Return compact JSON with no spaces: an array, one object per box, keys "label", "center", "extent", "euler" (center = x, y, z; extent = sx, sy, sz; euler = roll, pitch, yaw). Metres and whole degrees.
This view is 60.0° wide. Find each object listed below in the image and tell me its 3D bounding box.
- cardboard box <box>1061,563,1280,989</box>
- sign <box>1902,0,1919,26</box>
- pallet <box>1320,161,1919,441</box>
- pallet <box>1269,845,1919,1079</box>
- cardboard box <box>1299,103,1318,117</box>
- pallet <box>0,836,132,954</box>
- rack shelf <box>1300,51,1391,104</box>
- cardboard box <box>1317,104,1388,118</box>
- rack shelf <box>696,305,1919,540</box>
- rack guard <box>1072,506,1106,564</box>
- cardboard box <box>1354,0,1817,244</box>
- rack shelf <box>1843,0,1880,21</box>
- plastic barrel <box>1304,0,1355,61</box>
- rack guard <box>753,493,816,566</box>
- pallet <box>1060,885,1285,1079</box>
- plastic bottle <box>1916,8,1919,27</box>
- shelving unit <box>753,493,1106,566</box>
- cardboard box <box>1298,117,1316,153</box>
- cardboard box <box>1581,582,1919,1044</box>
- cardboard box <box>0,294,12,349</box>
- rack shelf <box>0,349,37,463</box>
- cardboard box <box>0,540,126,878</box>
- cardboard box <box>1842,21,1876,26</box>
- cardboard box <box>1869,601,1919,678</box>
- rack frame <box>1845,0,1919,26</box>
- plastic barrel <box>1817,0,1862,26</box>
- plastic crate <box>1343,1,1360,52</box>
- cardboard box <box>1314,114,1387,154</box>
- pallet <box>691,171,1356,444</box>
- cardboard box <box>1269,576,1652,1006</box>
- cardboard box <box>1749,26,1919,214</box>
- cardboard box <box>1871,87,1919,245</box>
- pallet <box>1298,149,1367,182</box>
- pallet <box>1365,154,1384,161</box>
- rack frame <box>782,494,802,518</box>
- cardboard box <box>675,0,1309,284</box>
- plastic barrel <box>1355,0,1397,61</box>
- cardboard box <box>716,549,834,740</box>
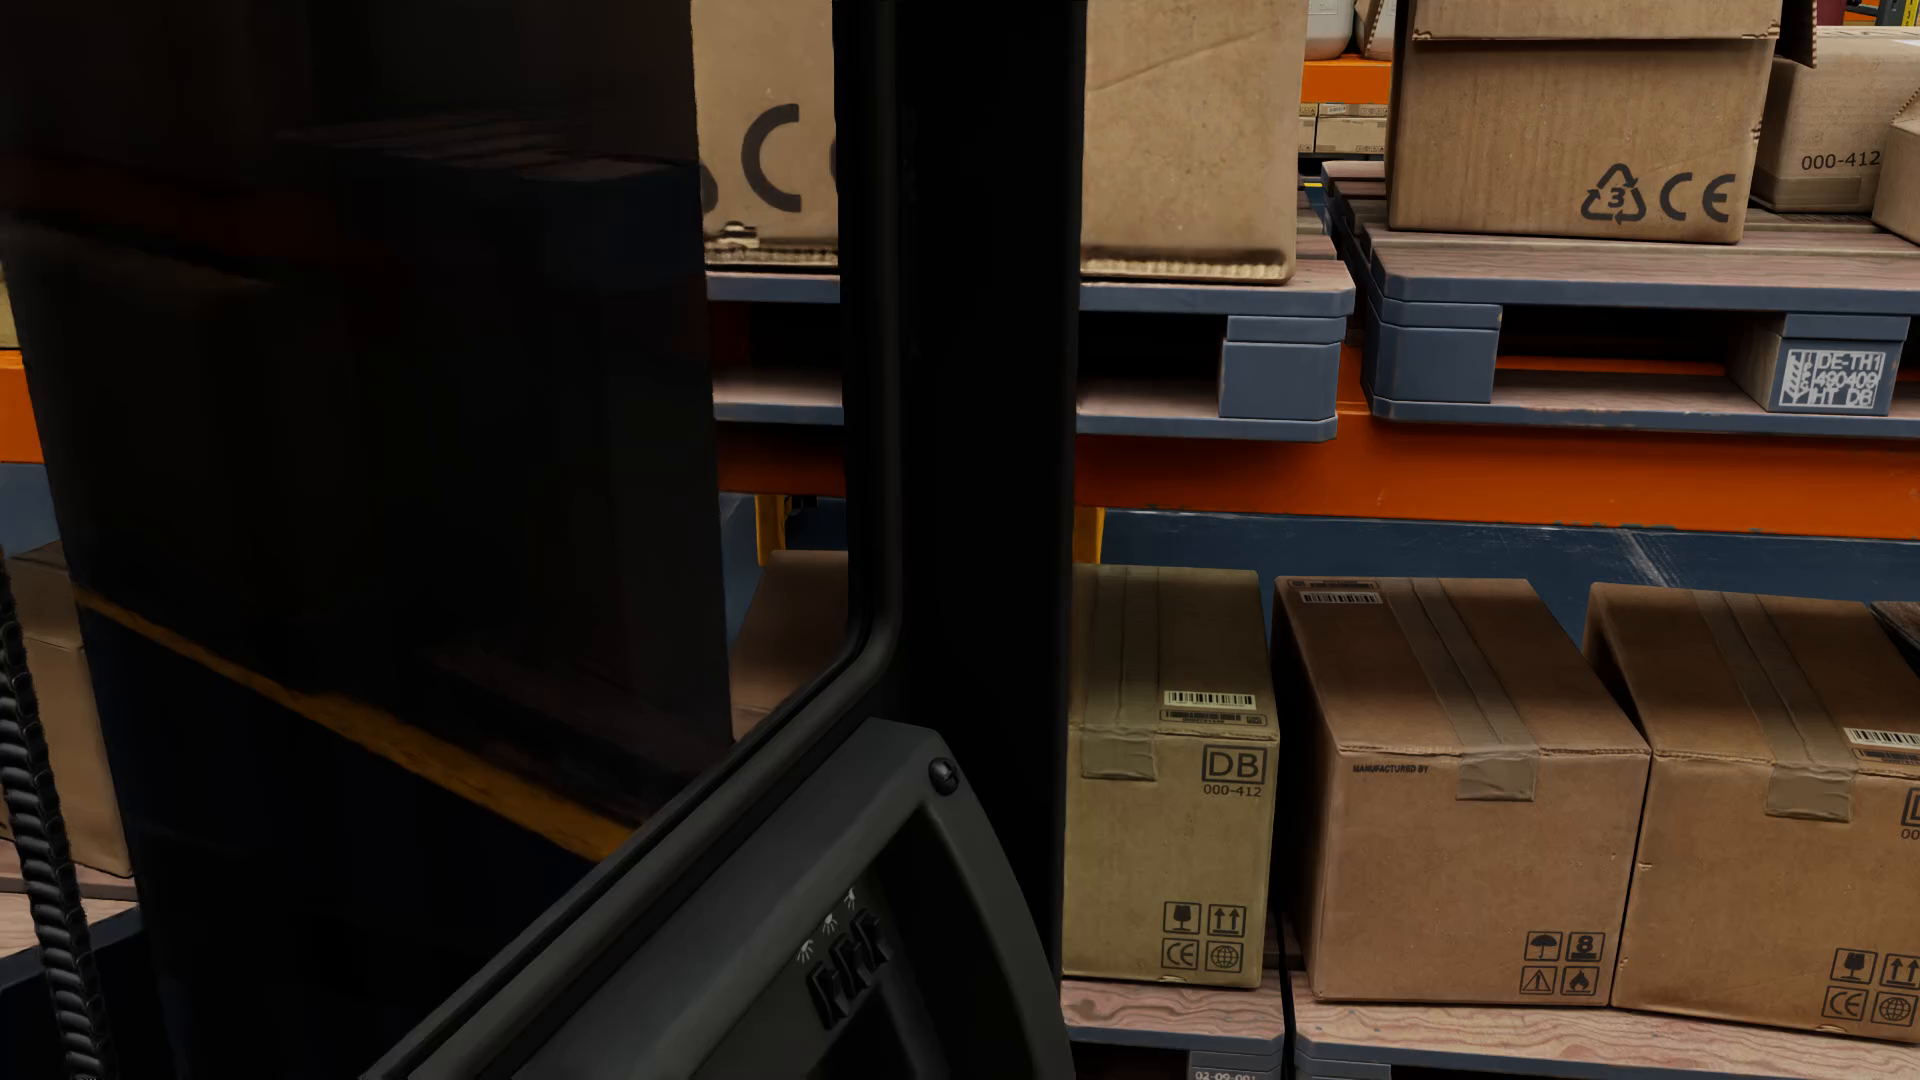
[{"label":"cardboard box","center":[0.309,0.409,3.128],"extent":[0.500,0.500,0.700],"euler":[2,22,6]},{"label":"sign","center":[3.728,-2.121,6.503],"extent":[0.005,0.325,0.100],"euler":[2,22,6]},{"label":"pallet","center":[1.232,-0.420,2.682],"extent":[1.213,0.211,1.003],"euler":[2,22,6]},{"label":"pallet","center":[1.219,0.771,3.203],"extent":[1.213,0.211,1.003],"euler":[2,22,6]},{"label":"cardboard box","center":[2.308,-3.230,11.937],"extent":[0.500,0.311,0.500],"euler":[3,22,8]},{"label":"pallet","center":[-1.441,0.669,3.459],"extent":[1.213,0.211,1.003],"euler":[2,22,6]},{"label":"rack shelf","center":[1.800,-1.998,7.393],"extent":[4.000,0.370,1.077],"euler":[2,22,6]},{"label":"cardboard box","center":[2.805,-3.208,11.880],"extent":[0.500,0.311,0.500],"euler":[2,22,6]},{"label":"rack shelf","center":[1.217,-0.190,2.819],"extent":[4.000,0.370,1.077],"euler":[2,22,6]},{"label":"rack guard","center":[0.419,-0.098,5.348],"extent":[0.087,0.250,0.587],"euler":[2,22,6]},{"label":"cardboard box","center":[0.963,-0.813,2.705],"extent":[0.637,0.503,0.797],"euler":[5,22,12]},{"label":"rack shelf","center":[6.358,-3.634,11.529],"extent":[4.000,0.370,1.077],"euler":[2,22,6]},{"label":"plastic barrel","center":[1.466,-2.329,7.067],"extent":[0.433,0.535,0.433],"euler":[0,22,0]},{"label":"rack guard","center":[-0.570,-0.141,5.457],"extent":[0.087,0.250,0.587],"euler":[2,22,6]},{"label":"pallet","center":[0.004,0.719,3.335],"extent":[1.213,0.211,1.003],"euler":[2,22,6]},{"label":"plastic bottle","center":[4.238,-2.330,7.413],"extent":[0.133,0.283,0.061],"euler":[2,22,6]},{"label":"shelving unit","center":[-0.076,-0.701,5.172],"extent":[1.083,1.500,0.587],"euler":[2,22,6]},{"label":"cardboard box","center":[2.299,-2.970,12.041],"extent":[0.500,0.250,0.500],"euler":[3,22,7]},{"label":"cardboard box","center":[1.419,0.457,3.006],"extent":[0.500,0.500,0.700],"euler":[4,22,11]},{"label":"cardboard box","center":[-1.506,-0.443,2.823],"extent":[0.250,0.149,0.380],"euler":[2,22,6]},{"label":"rack shelf","center":[-2.756,-0.363,3.257],"extent":[4.000,0.370,1.077],"euler":[2,22,6]},{"label":"cardboard box","center":[-1.732,0.302,3.425],"extent":[0.500,0.500,0.500],"euler":[10,24,23]},{"label":"cardboard box","center":[8.263,-4.867,16.023],"extent":[0.750,0.750,0.750],"euler":[3,22,7]},{"label":"cardboard box","center":[1.983,0.479,2.950],"extent":[0.500,0.500,0.700],"euler":[1,22,2]},{"label":"rack frame","center":[3.786,-2.246,7.042],"extent":[0.127,3.000,1.000],"euler":[2,22,6]},{"label":"plastic barrel","center":[3.289,-2.219,6.788],"extent":[0.708,0.536,0.600],"euler":[2,22,6]},{"label":"plastic crate","center":[1.576,-2.349,7.589],"extent":[0.662,0.188,0.450],"euler":[2,22,6]},{"label":"cardboard box","center":[2.810,-2.949,11.988],"extent":[0.500,0.250,0.500],"euler":[3,22,8]},{"label":"pallet","center":[-0.028,-0.436,2.723],"extent":[1.213,0.211,1.003],"euler":[2,22,6]},{"label":"cardboard box","center":[0.865,0.433,3.067],"extent":[0.500,0.500,0.700],"euler":[1,22,2]},{"label":"cardboard box","center":[1.565,-0.720,2.814],"extent":[0.500,0.250,0.500],"euler":[2,22,5]},{"label":"cardboard box","center":[1.515,-0.544,2.349],"extent":[0.258,0.266,0.396],"euler":[2,22,5]},{"label":"pallet","center":[2.351,-2.862,12.391],"extent":[1.213,0.211,1.003],"euler":[2,22,6]},{"label":"pallet","center":[3.559,-2.808,12.255],"extent":[1.213,0.211,1.003],"euler":[2,22,6]},{"label":"rack frame","center":[-0.590,-0.723,5.229],"extent":[0.032,1.500,0.500],"euler":[2,22,6]},{"label":"cardboard box","center":[0.003,-1.000,2.502],"extent":[1.000,1.000,1.000],"euler":[3,22,7]},{"label":"plastic barrel","center":[1.896,-2.311,7.020],"extent":[0.433,0.535,0.433],"euler":[0,22,0]},{"label":"cardboard box","center":[-0.162,0.381,3.197],"extent":[0.500,0.500,0.700],"euler":[1,22,2]}]
